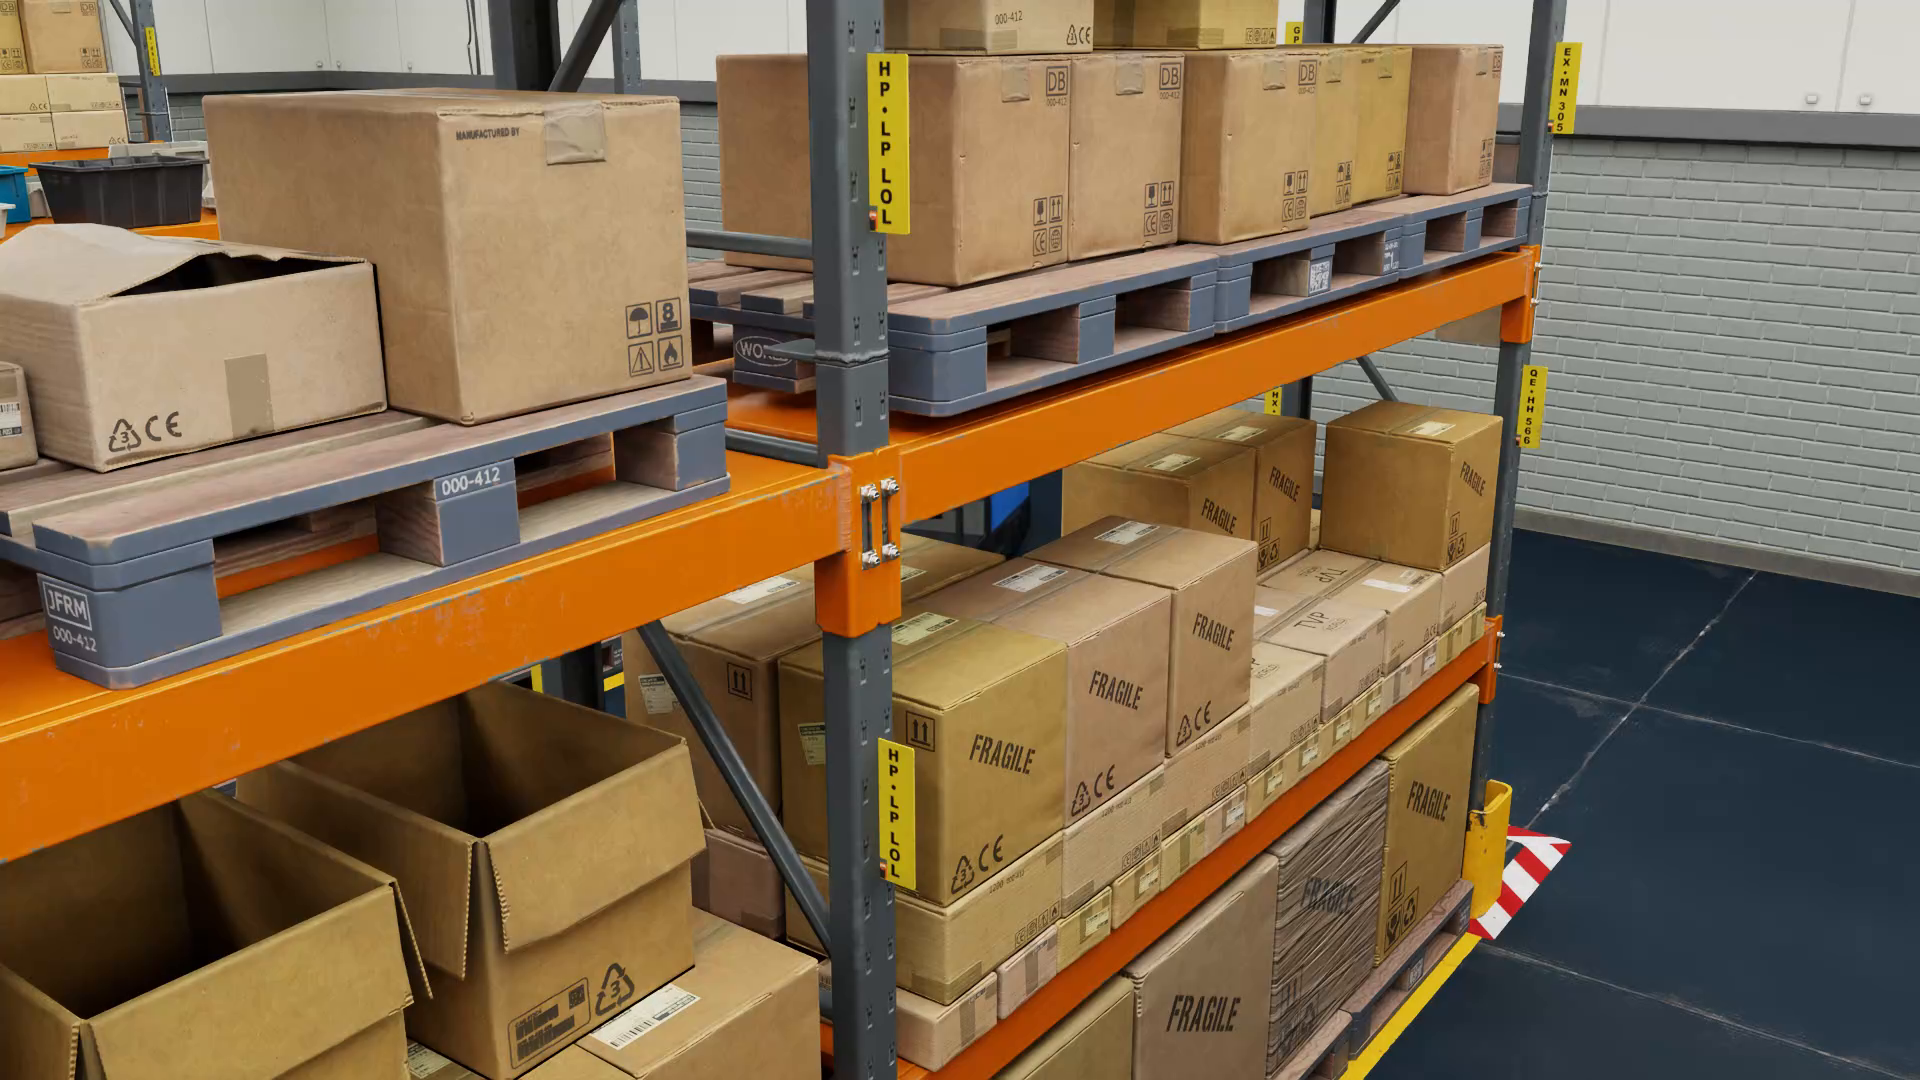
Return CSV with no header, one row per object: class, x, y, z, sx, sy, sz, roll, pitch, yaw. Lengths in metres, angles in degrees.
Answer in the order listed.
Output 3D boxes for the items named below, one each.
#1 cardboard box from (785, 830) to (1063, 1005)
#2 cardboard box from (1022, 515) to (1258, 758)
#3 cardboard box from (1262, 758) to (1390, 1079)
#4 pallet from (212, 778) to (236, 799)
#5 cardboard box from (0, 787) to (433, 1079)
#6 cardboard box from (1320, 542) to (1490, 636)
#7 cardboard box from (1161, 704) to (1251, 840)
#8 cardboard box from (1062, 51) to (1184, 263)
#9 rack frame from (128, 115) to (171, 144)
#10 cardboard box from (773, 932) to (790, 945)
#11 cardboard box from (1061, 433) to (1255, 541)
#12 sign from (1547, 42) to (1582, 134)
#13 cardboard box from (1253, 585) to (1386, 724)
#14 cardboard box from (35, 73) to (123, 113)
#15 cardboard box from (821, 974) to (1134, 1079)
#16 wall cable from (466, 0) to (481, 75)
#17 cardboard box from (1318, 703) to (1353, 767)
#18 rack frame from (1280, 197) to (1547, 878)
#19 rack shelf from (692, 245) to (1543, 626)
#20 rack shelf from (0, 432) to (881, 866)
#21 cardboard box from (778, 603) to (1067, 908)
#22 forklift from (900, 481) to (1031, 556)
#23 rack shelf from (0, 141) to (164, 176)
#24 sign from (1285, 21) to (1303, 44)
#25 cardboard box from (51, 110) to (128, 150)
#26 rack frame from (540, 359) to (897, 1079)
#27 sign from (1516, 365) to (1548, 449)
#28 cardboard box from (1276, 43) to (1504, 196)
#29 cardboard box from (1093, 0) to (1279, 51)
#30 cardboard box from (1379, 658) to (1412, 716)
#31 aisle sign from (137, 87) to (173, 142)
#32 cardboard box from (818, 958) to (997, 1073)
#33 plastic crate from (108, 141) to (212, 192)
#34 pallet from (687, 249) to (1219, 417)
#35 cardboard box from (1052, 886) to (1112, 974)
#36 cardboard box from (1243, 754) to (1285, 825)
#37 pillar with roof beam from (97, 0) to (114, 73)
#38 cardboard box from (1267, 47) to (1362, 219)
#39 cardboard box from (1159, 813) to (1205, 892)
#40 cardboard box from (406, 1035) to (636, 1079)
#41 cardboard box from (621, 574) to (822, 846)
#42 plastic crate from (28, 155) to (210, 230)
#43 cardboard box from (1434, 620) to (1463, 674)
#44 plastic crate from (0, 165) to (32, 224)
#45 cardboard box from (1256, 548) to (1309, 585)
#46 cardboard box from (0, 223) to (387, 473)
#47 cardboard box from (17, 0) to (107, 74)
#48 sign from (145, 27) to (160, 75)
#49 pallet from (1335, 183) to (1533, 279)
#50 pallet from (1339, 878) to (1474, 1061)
cardboard box,-0.087,0.864,4.156,0.500,0.250,0.500,12,21,34
cardboard box,0.519,0.262,4.831,0.500,0.500,0.500,12,21,33
cardboard box,0.947,1.244,6.053,0.875,0.875,0.875,12,21,35
pallet,-4.148,1.274,7.785,1.003,0.211,1.213,12,21,35
cardboard box,-1.370,0.788,2.789,0.797,0.503,0.637,13,21,35
cardboard box,1.730,0.139,6.490,0.500,0.250,0.500,12,21,34
cardboard box,0.517,0.622,4.935,0.500,0.250,0.500,13,22,36
cardboard box,0.165,-1.053,4.474,0.700,0.500,0.500,14,22,37
rack frame,-6.148,-1.704,12.674,1.000,3.000,0.127,12,21,35
cardboard box,-0.659,0.989,4.424,0.380,0.149,0.250,13,21,35
cardboard box,0.701,-0.071,5.903,0.500,0.500,0.500,12,21,33
sign,2.234,-1.671,6.151,0.100,0.325,0.005,12,21,35
cardboard box,1.125,0.381,5.711,0.500,0.250,0.500,12,21,33
cardboard box,-6.249,-3.137,11.639,0.500,0.250,0.500,12,21,35
cardboard box,-0.120,1.671,4.680,0.875,0.875,0.875,12,21,35
wall cable,-6.471,-5.245,19.196,3.097,2.526,0.112,12,21,35
cardboard box,1.097,0.615,5.628,0.380,0.149,0.250,13,21,35
rack frame,1.806,0.047,7.035,1.000,3.000,0.127,12,21,35
rack shelf,0.614,-0.566,5.162,1.077,0.370,4.000,12,21,35
rack shelf,-1.769,0.387,2.095,1.077,0.370,4.000,12,21,35
cardboard box,-0.087,0.502,4.055,0.500,0.500,0.500,12,21,35
forklift,-0.398,-1.075,10.764,1.130,2.935,3.031,5,18,16
rack shelf,-7.339,-2.317,10.802,1.077,0.370,4.000,12,21,35
sign,1.364,-1.940,6.769,0.100,0.325,0.005,12,21,35
cardboard box,-6.242,-2.896,11.708,0.500,0.250,0.500,12,21,35
rack frame,-0.577,1.000,3.967,1.000,3.000,0.127,12,21,35
sign,2.234,-0.520,6.508,0.100,0.325,0.005,12,21,35
cardboard box,1.539,-1.548,6.068,0.700,0.500,0.500,11,20,31
cardboard box,0.594,-1.560,4.843,0.500,0.250,0.500,12,21,33
cardboard box,1.404,0.491,6.027,0.380,0.149,0.250,13,21,36
aisle sign,-5.861,-2.908,12.167,0.394,0.787,0.004,12,21,35
cardboard box,-0.134,1.108,4.042,0.380,0.149,0.250,12,21,35
plastic crate,-3.740,-1.731,7.901,0.437,0.282,0.530,12,21,35
pallet,-0.081,-0.583,4.157,1.003,0.211,1.213,12,21,35
cardboard box,0.179,0.983,4.445,0.380,0.149,0.250,13,22,36
cardboard box,0.794,0.736,5.238,0.380,0.149,0.250,12,21,33
pillar with roof beam,-5.757,-5.479,14.714,9.100,9.000,0.400,12,21,35
cardboard box,0.838,-1.304,5.281,0.700,0.500,0.500,11,20,31
cardboard box,0.487,0.859,4.844,0.380,0.149,0.250,12,21,34
cardboard box,-0.937,1.228,3.062,0.500,0.500,0.500,13,22,36
cardboard box,-0.518,0.414,4.338,0.500,0.500,0.500,13,22,36
plastic crate,-3.595,-1.493,7.156,0.497,0.269,0.590,12,21,35
cardboard box,1.705,0.372,6.411,0.380,0.149,0.250,13,21,35
plastic crate,-4.269,-1.501,7.245,0.416,0.233,0.300,12,21,35
cardboard box,0.999,0.168,6.396,0.500,0.250,0.500,12,21,34
cardboard box,-1.303,-0.345,2.683,0.500,0.311,0.500,12,21,33
cardboard box,-6.441,-3.537,11.663,0.700,0.500,0.500,12,21,35
sign,-5.714,-3.457,11.767,0.100,0.325,0.005,12,21,35
pallet,1.372,-1.165,6.028,1.003,0.211,1.213,12,21,35
pallet,1.392,1.583,6.790,1.003,0.211,1.213,12,21,35
